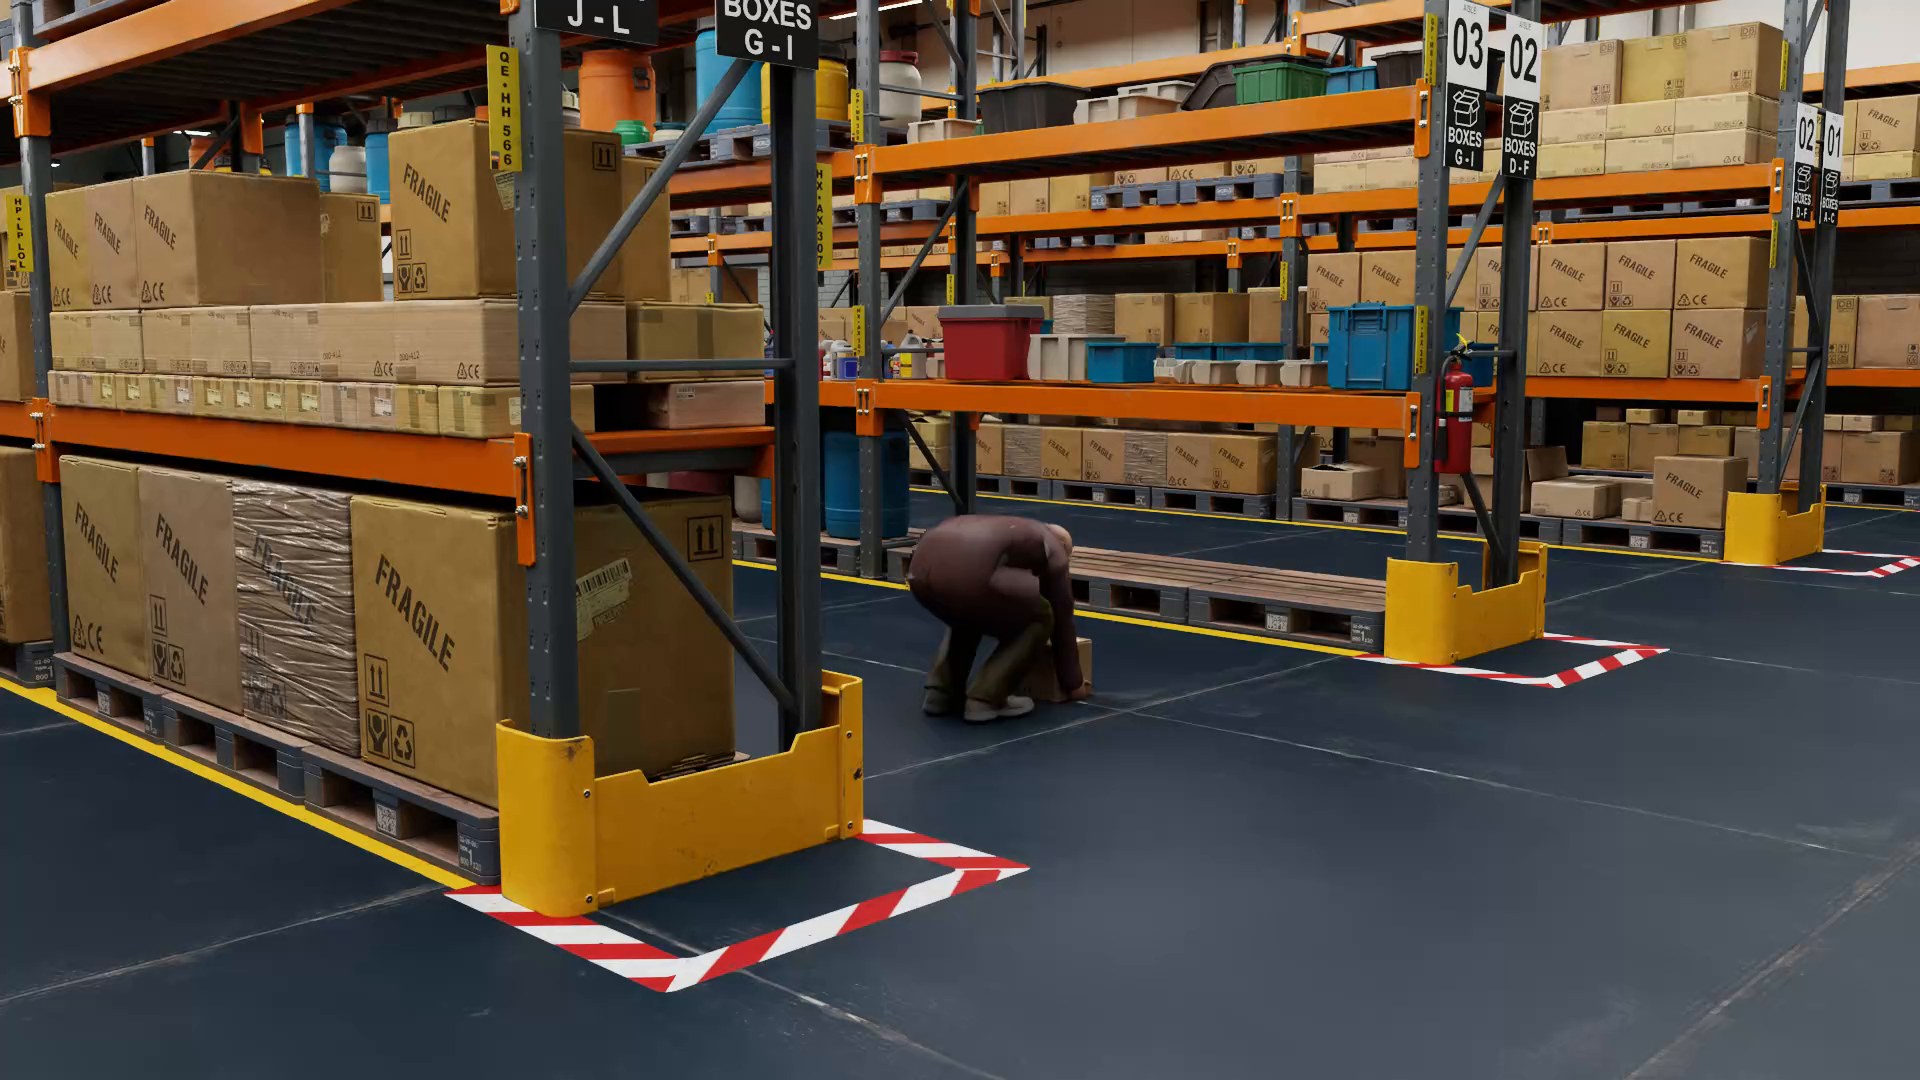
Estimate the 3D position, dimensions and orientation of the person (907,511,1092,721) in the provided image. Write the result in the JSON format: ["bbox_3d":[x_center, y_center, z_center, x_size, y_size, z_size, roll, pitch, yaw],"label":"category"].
[{"bbox_3d":[0.173,0.304,7.163,0.591,0.886,0.953,6,9,41],"label":"person"}]
